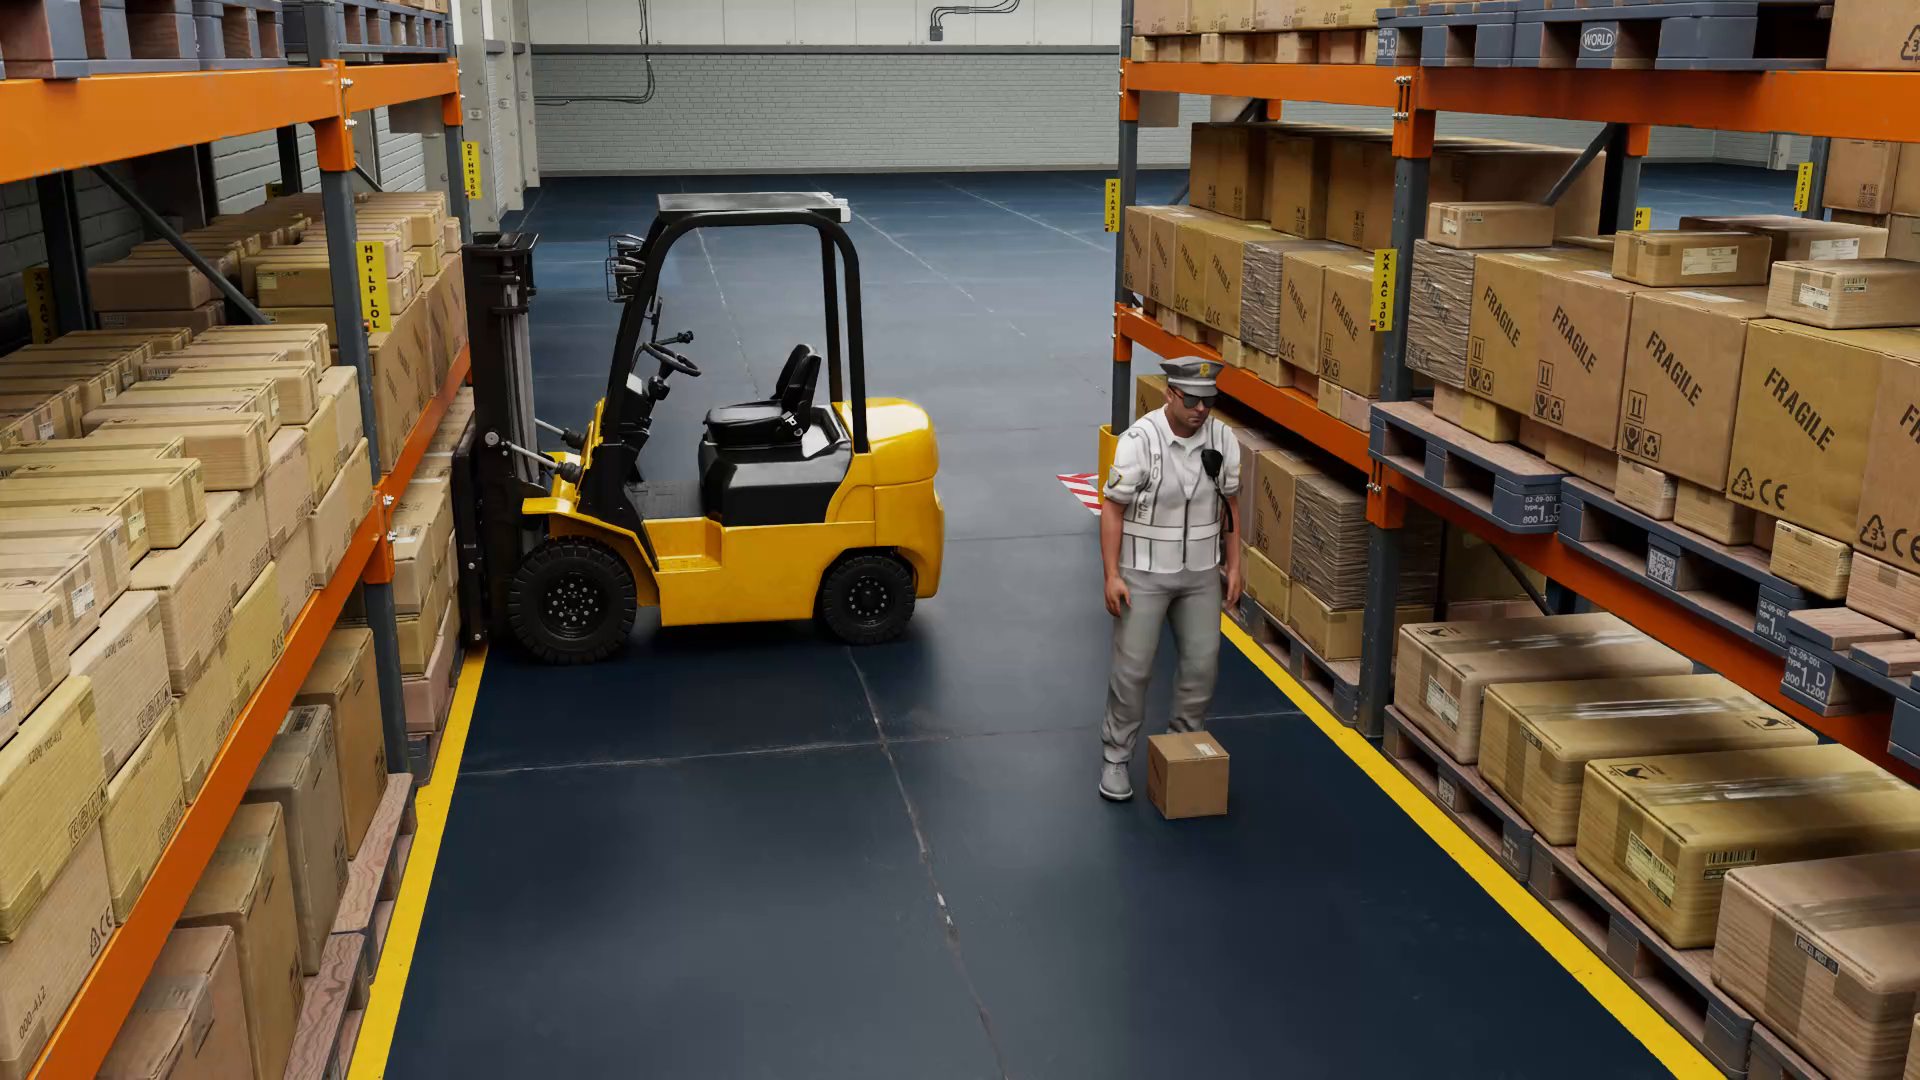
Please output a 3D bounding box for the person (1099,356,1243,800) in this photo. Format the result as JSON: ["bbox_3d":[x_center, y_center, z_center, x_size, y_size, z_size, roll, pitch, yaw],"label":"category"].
[{"bbox_3d":[0.825,0.127,6.582,0.608,1.750,0.433,-4,17,-14],"label":"person"}]
